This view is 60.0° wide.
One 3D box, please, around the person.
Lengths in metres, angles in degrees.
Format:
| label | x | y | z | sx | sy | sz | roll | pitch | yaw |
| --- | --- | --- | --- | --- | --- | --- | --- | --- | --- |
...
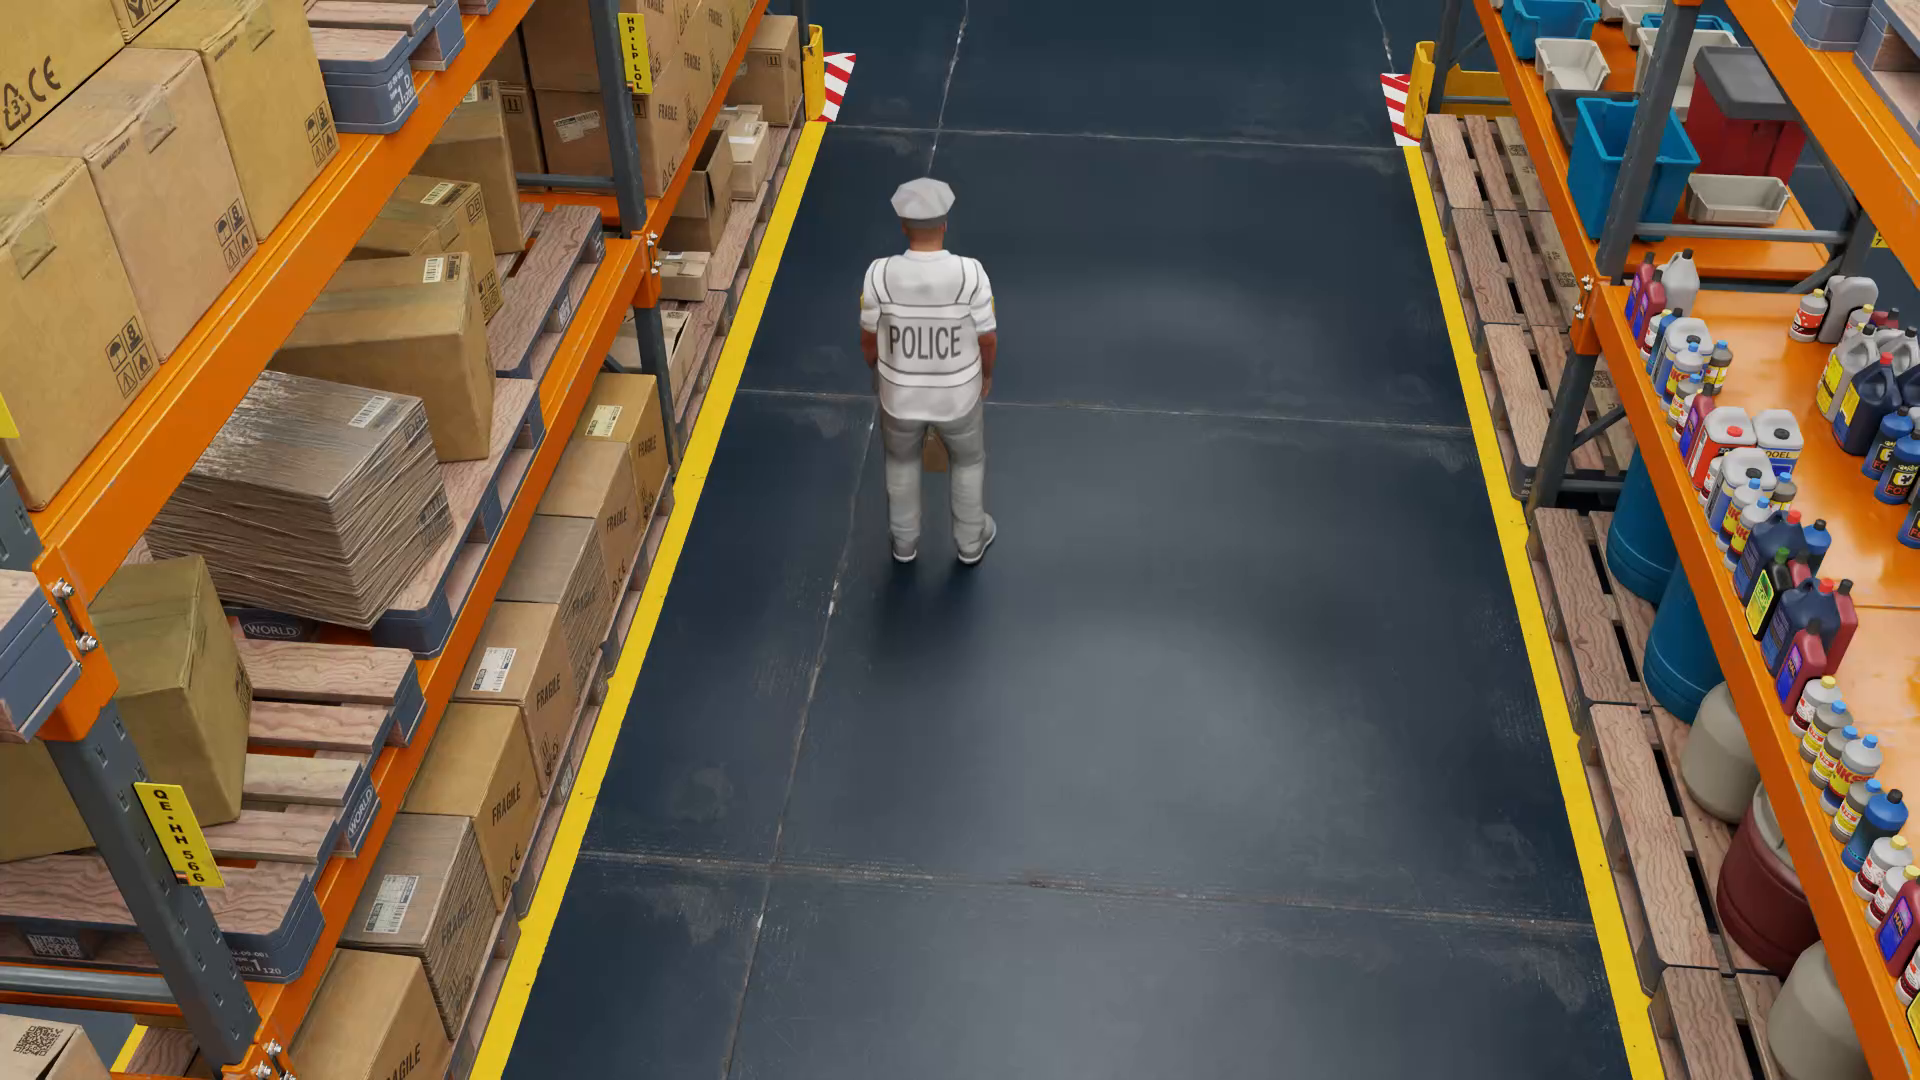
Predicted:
| label | x | y | z | sx | sy | sz | roll | pitch | yaw |
| --- | --- | --- | --- | --- | --- | --- | --- | --- | --- |
| person | -0.123 | -0.632 | 6.904 | 0.561 | 1.754 | 0.434 | 2 | 40 | 3 |
